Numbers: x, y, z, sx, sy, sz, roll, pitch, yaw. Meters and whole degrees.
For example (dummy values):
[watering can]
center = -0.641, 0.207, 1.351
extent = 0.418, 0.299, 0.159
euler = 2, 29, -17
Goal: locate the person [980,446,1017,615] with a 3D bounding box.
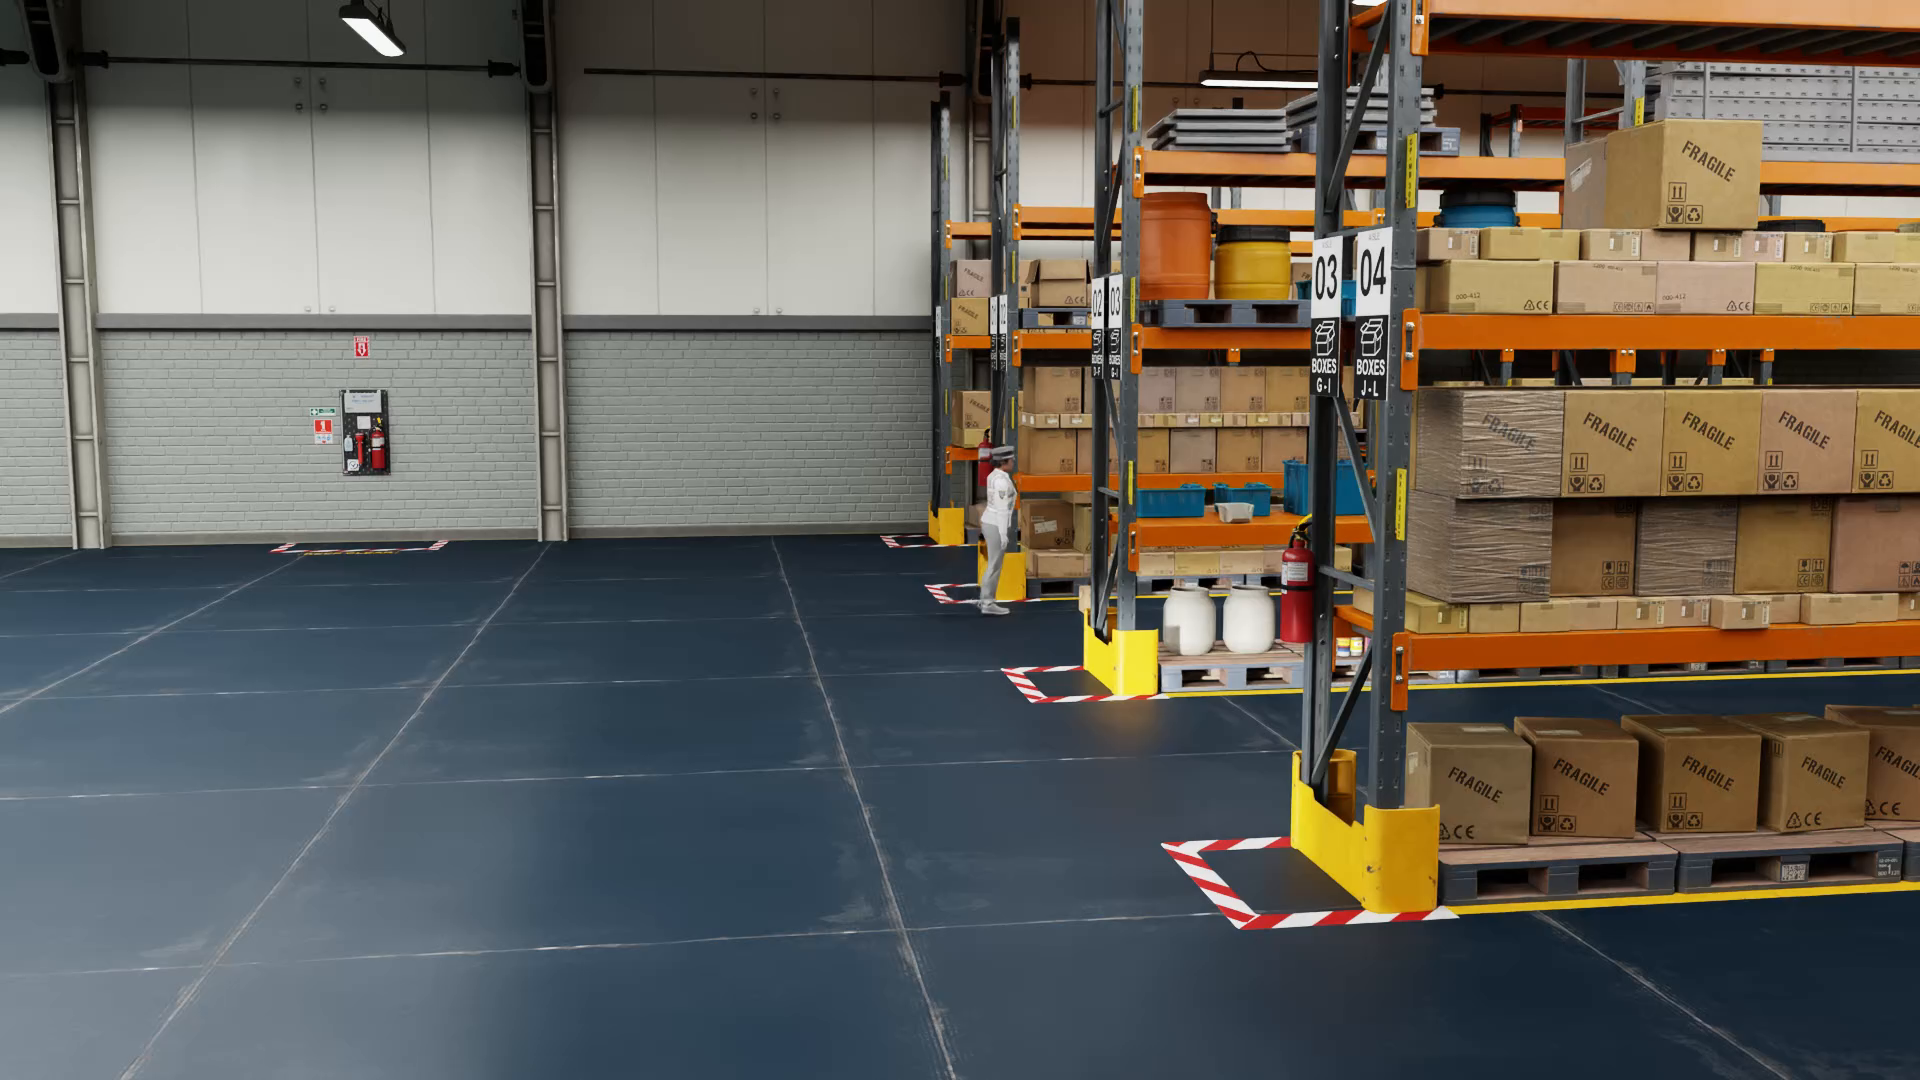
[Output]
[person]
center = 0.378, -0.069, 16.481
extent = 0.354, 1.731, 0.512
euler = -1, 7, -8
